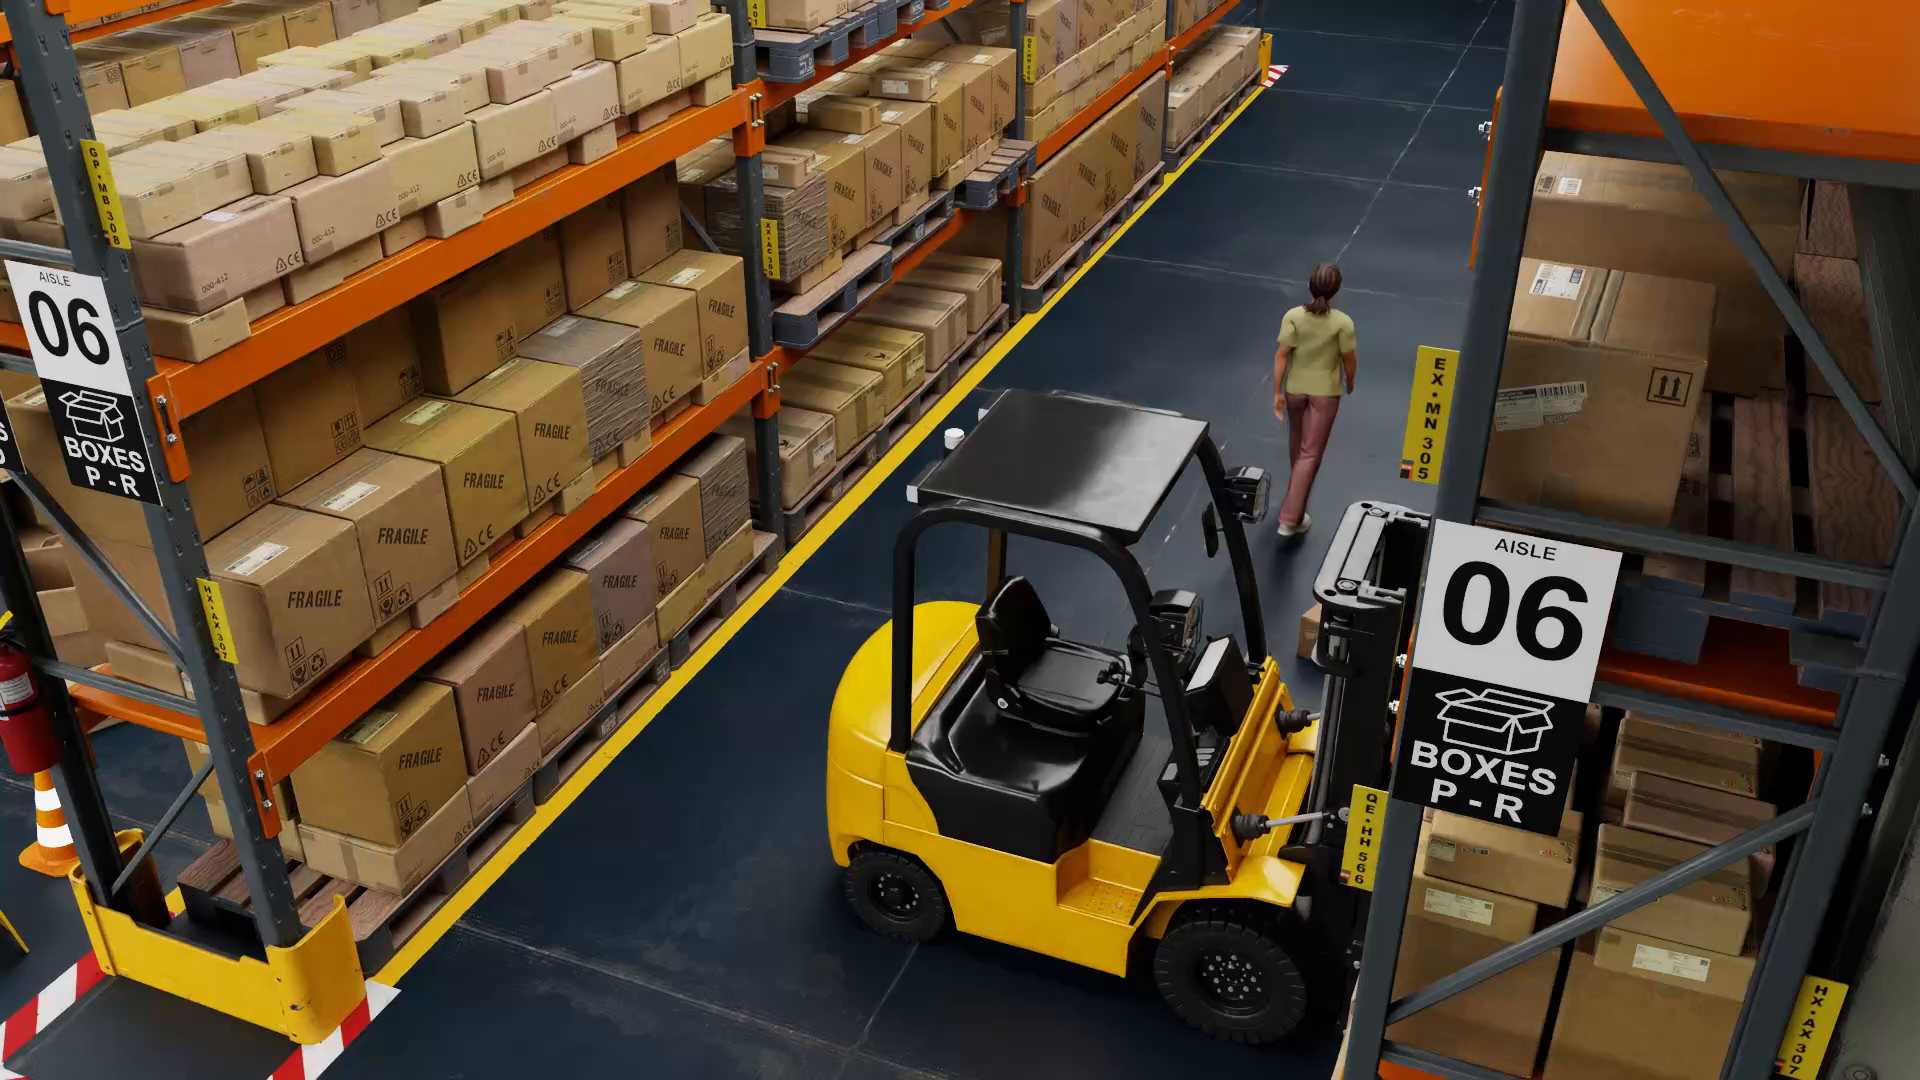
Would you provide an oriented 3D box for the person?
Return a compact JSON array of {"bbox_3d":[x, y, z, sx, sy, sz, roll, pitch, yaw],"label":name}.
[{"bbox_3d":[2.137,-0.913,9.967,0.439,1.607,1.037,16,33,26],"label":"person"}]
